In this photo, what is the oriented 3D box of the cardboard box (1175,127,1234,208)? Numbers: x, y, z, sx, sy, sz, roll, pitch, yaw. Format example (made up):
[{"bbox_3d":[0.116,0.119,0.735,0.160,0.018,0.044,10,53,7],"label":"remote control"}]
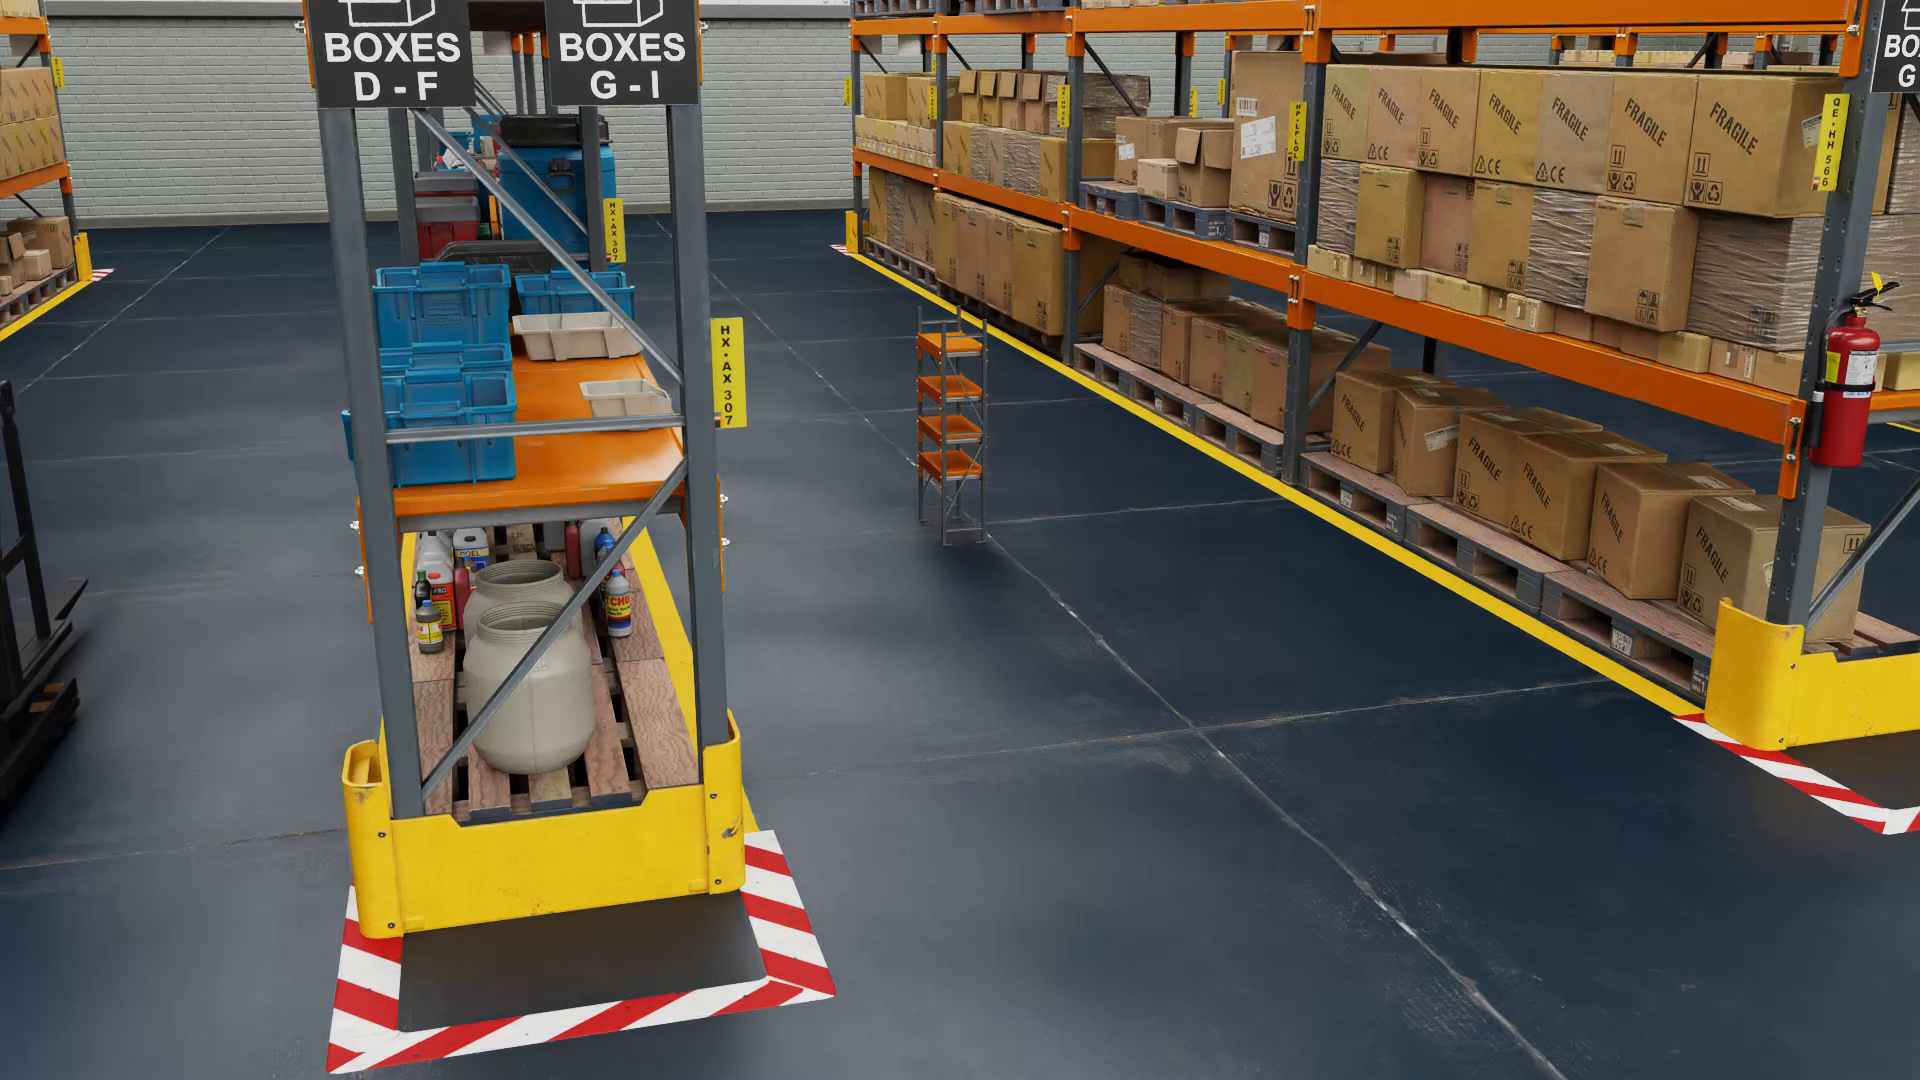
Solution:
[{"bbox_3d":[1.885,-2.535,11.269,0.797,0.503,0.637,-3,17,-10],"label":"cardboard box"}]

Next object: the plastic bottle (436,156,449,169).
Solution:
[{"bbox_3d":[-4.338,-3.034,13.923,0.144,0.351,0.185,-5,17,-15],"label":"plastic bottle"}]

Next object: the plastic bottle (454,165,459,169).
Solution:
[{"bbox_3d":[-4.234,-3.017,14.006,0.097,0.271,0.097,0,17,0],"label":"plastic bottle"}]

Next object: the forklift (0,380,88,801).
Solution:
[{"bbox_3d":[-3.966,-0.575,5.771,1.130,2.935,3.031,-4,17,-13],"label":"forklift"}]

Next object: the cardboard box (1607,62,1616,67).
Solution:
[{"bbox_3d":[8.836,-6.003,21.810,0.500,0.500,0.500,-5,17,-16],"label":"cardboard box"}]

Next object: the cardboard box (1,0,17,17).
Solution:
[{"bbox_3d":[-9.702,-5.317,16.485,0.500,0.250,0.500,-5,17,-15],"label":"cardboard box"}]

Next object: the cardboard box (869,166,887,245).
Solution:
[{"bbox_3d":[-0.595,-4.145,20.500,0.875,0.875,0.875,-5,17,-15],"label":"cardboard box"}]

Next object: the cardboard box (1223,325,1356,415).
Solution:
[{"bbox_3d":[2.189,-1.131,11.084,0.700,0.500,0.500,-5,17,-16],"label":"cardboard box"}]

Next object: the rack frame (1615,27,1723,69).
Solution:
[{"bbox_3d":[6.148,-3.283,14.668,1.000,3.000,0.127,-5,17,-15],"label":"rack frame"}]

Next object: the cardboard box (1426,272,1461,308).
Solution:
[{"bbox_3d":[2.587,-1.265,8.387,0.380,0.149,0.250,-5,17,-15],"label":"cardboard box"}]

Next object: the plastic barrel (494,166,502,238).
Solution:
[{"bbox_3d":[-2.685,-2.091,10.462,0.433,0.535,0.433,0,17,0],"label":"plastic barrel"}]

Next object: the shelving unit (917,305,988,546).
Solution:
[{"bbox_3d":[-0.045,-0.620,8.932,0.258,1.200,0.503,-5,17,-15],"label":"shelving unit"}]

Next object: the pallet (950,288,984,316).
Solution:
[{"bbox_3d":[0.536,-2.483,16.850,1.003,0.211,1.213,-5,17,-15],"label":"pallet"}]

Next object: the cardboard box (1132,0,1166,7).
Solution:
[{"bbox_3d":[1.526,-3.850,11.603,0.500,0.250,0.500,-4,17,-14],"label":"cardboard box"}]

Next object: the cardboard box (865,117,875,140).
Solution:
[{"bbox_3d":[-0.826,-4.905,19.812,0.500,0.250,0.500,-5,17,-16],"label":"cardboard box"}]

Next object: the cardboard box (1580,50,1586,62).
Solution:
[{"bbox_3d":[8.653,-6.566,22.557,0.380,0.149,0.250,-4,17,-14],"label":"cardboard box"}]

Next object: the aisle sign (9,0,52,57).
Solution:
[{"bbox_3d":[-10.098,-5.638,17.988,0.394,0.787,0.004,-5,17,-15],"label":"aisle sign"}]

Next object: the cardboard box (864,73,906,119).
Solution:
[{"bbox_3d":[-0.838,-5.269,19.720,0.500,0.500,0.500,-5,17,-17],"label":"cardboard box"}]

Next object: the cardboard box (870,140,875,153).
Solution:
[{"bbox_3d":[-0.852,-4.674,19.734,0.380,0.149,0.250,-5,17,-16],"label":"cardboard box"}]

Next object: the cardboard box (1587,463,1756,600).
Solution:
[{"bbox_3d":[3.197,-0.047,7.509,0.500,0.500,0.500,0,17,-1],"label":"cardboard box"}]

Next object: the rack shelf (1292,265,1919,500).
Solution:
[{"bbox_3d":[3.000,-0.915,8.034,1.077,0.370,4.000,-5,17,-15],"label":"rack shelf"}]

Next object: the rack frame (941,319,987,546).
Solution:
[{"bbox_3d":[0.022,-0.553,8.707,0.240,1.200,0.015,-5,17,-15],"label":"rack frame"}]

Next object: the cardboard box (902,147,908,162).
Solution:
[{"bbox_3d":[-0.431,-4.248,18.318,0.380,0.149,0.250,-4,17,-14],"label":"cardboard box"}]

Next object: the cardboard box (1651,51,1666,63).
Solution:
[{"bbox_3d":[9.017,-6.132,21.112,0.380,0.149,0.250,-5,17,-15],"label":"cardboard box"}]

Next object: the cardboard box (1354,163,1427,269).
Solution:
[{"bbox_3d":[2.618,-1.733,8.815,0.875,0.500,0.500,-5,17,-15],"label":"cardboard box"}]

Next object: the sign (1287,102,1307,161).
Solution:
[{"bbox_3d":[1.917,-2.322,9.457,0.100,0.325,0.005,-5,17,-15],"label":"sign"}]

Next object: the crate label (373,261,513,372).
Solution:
[{"bbox_3d":[-1.979,-0.819,6.404,0.502,0.435,0.616,-5,17,-15],"label":"crate label"}]

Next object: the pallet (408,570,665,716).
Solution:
[{"bbox_3d":[-1.829,0.442,7.115,1.003,0.211,1.213,-5,17,-15],"label":"pallet"}]

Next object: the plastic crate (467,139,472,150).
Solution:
[{"bbox_3d":[-5.414,-4.147,17.732,0.416,0.233,0.300,-5,17,-15],"label":"plastic crate"}]

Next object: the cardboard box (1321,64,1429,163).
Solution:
[{"bbox_3d":[2.329,-2.337,9.090,0.500,0.500,0.500,-5,17,-15],"label":"cardboard box"}]

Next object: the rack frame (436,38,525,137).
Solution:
[{"bbox_3d":[-5.610,-4.740,19.519,1.000,3.000,0.127,-5,17,-15],"label":"rack frame"}]

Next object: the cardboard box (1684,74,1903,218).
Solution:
[{"bbox_3d":[3.161,-1.508,6.330,0.500,0.500,0.500,-5,17,-15],"label":"cardboard box"}]

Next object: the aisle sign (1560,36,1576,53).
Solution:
[{"bbox_3d":[8.382,-7.158,23.047,0.394,0.787,0.004,-5,17,-15],"label":"aisle sign"}]

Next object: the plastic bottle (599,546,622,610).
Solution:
[{"bbox_3d":[-1.506,0.160,7.182,0.097,0.271,0.097,0,17,0],"label":"plastic bottle"}]

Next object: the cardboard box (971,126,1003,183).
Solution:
[{"bbox_3d":[0.414,-3.649,15.712,0.500,0.500,0.500,-5,17,-17],"label":"cardboard box"}]

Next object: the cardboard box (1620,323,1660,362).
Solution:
[{"bbox_3d":[3.032,-0.853,7.015,0.380,0.149,0.250,-5,17,-15],"label":"cardboard box"}]

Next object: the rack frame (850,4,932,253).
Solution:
[{"bbox_3d":[-0.848,-5.132,20.823,1.000,3.000,0.127,-5,17,-15],"label":"rack frame"}]

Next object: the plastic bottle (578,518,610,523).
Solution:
[{"bbox_3d":[-1.717,-0.065,7.796,0.144,0.351,0.185,-5,17,-16],"label":"plastic bottle"}]

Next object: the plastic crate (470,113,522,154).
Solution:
[{"bbox_3d":[-5.338,-4.708,19.246,0.616,0.435,0.499,-5,17,-15],"label":"plastic crate"}]

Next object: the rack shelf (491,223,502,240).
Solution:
[{"bbox_3d":[-2.862,-1.630,10.414,1.077,0.370,4.000,-5,17,-15],"label":"rack shelf"}]

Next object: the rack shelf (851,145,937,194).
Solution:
[{"bbox_3d":[-0.298,-4.234,19.085,1.077,0.370,4.000,-5,17,-15],"label":"rack shelf"}]

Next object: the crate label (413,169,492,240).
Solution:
[{"bbox_3d":[-3.398,-2.248,11.161,0.502,0.435,0.616,-5,17,-15],"label":"crate label"}]

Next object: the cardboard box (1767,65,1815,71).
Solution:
[{"bbox_3d":[9.624,-5.191,19.109,0.500,0.500,0.500,-4,17,-15],"label":"cardboard box"}]

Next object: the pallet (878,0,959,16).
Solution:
[{"bbox_3d":[-0.295,-5.984,18.598,1.003,0.211,1.213,-5,17,-15],"label":"pallet"}]

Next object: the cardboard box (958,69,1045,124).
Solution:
[{"bbox_3d":[0.435,-4.378,16.395,0.797,0.503,0.637,-5,17,-17],"label":"cardboard box"}]

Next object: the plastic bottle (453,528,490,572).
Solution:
[{"bbox_3d":[-2.185,0.080,7.442,0.152,0.276,0.135,-5,17,-15],"label":"plastic bottle"}]

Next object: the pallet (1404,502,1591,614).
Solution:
[{"bbox_3d":[3.007,0.044,8.439,1.003,0.211,1.213,-5,17,-15],"label":"pallet"}]

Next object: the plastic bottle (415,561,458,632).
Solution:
[{"bbox_3d":[-2.182,0.234,6.929,0.152,0.276,0.135,-5,17,-15],"label":"plastic bottle"}]

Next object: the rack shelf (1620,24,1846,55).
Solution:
[{"bbox_3d":[6.697,-3.822,12.499,1.077,0.370,4.000,-5,17,-15],"label":"rack shelf"}]

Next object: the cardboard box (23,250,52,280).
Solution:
[{"bbox_3d":[-9.755,-2.848,17.233,0.500,0.250,0.500,-5,17,-15],"label":"cardboard box"}]

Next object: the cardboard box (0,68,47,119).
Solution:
[{"bbox_3d":[-9.847,-4.636,17.258,0.500,0.500,0.500,-4,17,-14],"label":"cardboard box"}]

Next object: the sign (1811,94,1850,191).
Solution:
[{"bbox_3d":[3.010,-1.374,5.750,0.100,0.325,0.005,-5,17,-15],"label":"sign"}]

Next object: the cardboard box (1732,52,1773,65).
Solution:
[{"bbox_3d":[9.389,-5.706,19.696,0.380,0.149,0.250,-5,17,-16],"label":"cardboard box"}]

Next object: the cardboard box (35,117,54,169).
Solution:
[{"bbox_3d":[-9.843,-4.152,17.387,0.500,0.500,0.500,-5,17,-15],"label":"cardboard box"}]

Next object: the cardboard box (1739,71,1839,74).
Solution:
[{"bbox_3d":[3.530,-1.688,6.929,0.500,0.500,0.500,-5,17,-15],"label":"cardboard box"}]

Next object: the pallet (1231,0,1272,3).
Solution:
[{"bbox_3d":[2.383,-3.339,9.965,1.213,0.211,1.003,-5,17,-15],"label":"pallet"}]

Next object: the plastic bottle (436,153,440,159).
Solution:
[{"bbox_3d":[-4.784,-3.406,15.280,0.061,0.283,0.133,-5,17,-15],"label":"plastic bottle"}]

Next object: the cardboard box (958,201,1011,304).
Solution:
[{"bbox_3d":[0.693,-2.787,15.978,1.225,0.875,0.875,-5,18,-17],"label":"cardboard box"}]
